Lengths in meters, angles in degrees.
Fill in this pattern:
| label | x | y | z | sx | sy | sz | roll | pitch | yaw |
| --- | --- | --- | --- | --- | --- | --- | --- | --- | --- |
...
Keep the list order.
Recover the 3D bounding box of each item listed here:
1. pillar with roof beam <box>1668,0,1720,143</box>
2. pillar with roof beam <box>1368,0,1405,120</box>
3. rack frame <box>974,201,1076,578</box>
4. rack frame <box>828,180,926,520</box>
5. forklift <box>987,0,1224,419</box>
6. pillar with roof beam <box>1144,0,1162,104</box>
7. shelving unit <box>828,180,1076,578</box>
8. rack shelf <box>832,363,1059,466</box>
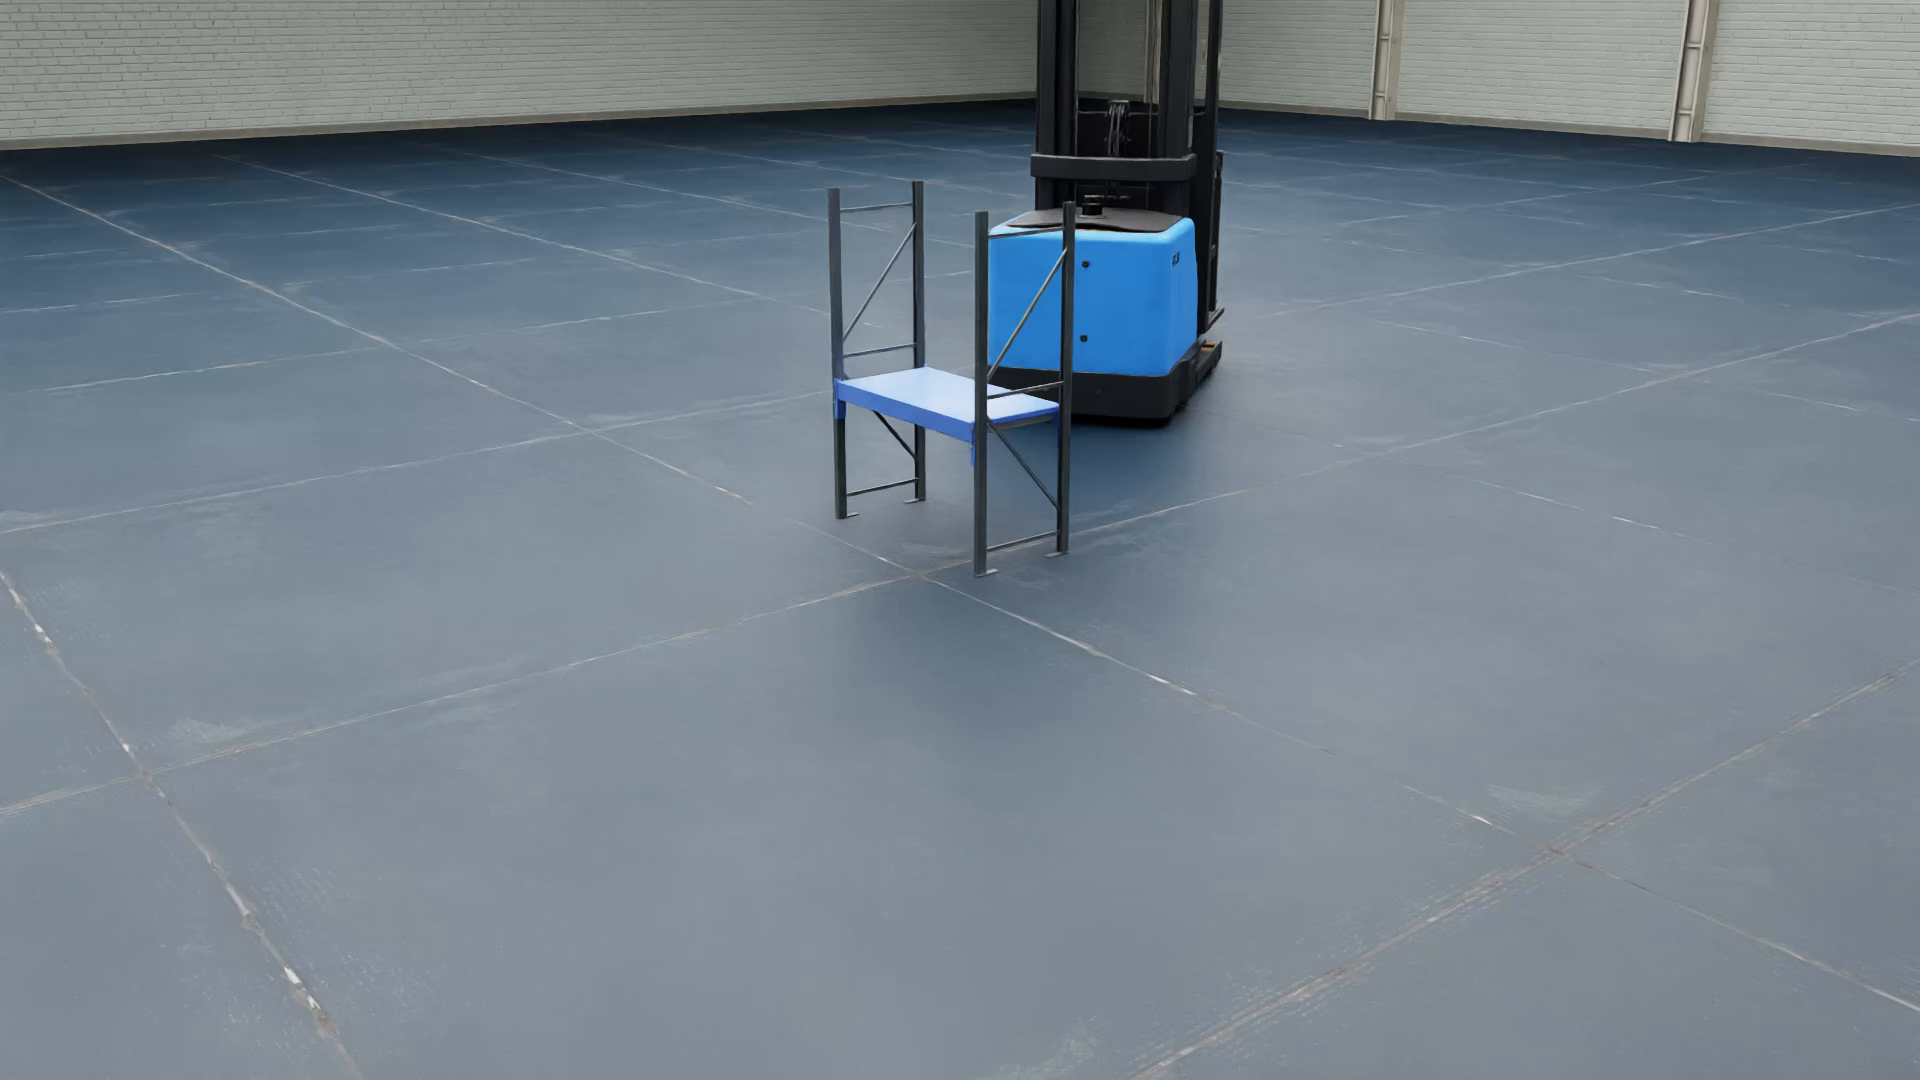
| label | x | y | z | sx | sy | sz | roll | pitch | yaw |
| --- | --- | --- | --- | --- | --- | --- | --- | --- | --- |
| pillar with roof beam | 8.255 | -9.836 | 22.751 | 9.100 | 9.000 | 0.400 | -14 | 23 | -36 |
| pillar with roof beam | 4.529 | -11.314 | 27.216 | 9.100 | 9.000 | 0.400 | -14 | 23 | -36 |
| rack frame | 0.263 | -0.608 | 6.812 | 0.500 | 1.500 | 0.032 | -14 | 23 | -36 |
| rack frame | -0.369 | -0.858 | 7.568 | 0.500 | 1.500 | 0.032 | -14 | 23 | -36 |
| forklift | 1.065 | -2.482 | 10.197 | 1.130 | 2.935 | 3.031 | 6 | 19 | 16 |
| pillar with roof beam | 0.804 | -12.793 | 31.681 | 9.100 | 9.000 | 0.400 | -14 | 23 | -36 |
| shelving unit | -0.053 | -0.733 | 7.190 | 0.538 | 1.500 | 1.048 | -14 | 23 | -36 |
| rack shelf | -0.053 | -0.562 | 7.247 | 0.538 | 0.185 | 1.000 | -14 | 23 | -36 |
